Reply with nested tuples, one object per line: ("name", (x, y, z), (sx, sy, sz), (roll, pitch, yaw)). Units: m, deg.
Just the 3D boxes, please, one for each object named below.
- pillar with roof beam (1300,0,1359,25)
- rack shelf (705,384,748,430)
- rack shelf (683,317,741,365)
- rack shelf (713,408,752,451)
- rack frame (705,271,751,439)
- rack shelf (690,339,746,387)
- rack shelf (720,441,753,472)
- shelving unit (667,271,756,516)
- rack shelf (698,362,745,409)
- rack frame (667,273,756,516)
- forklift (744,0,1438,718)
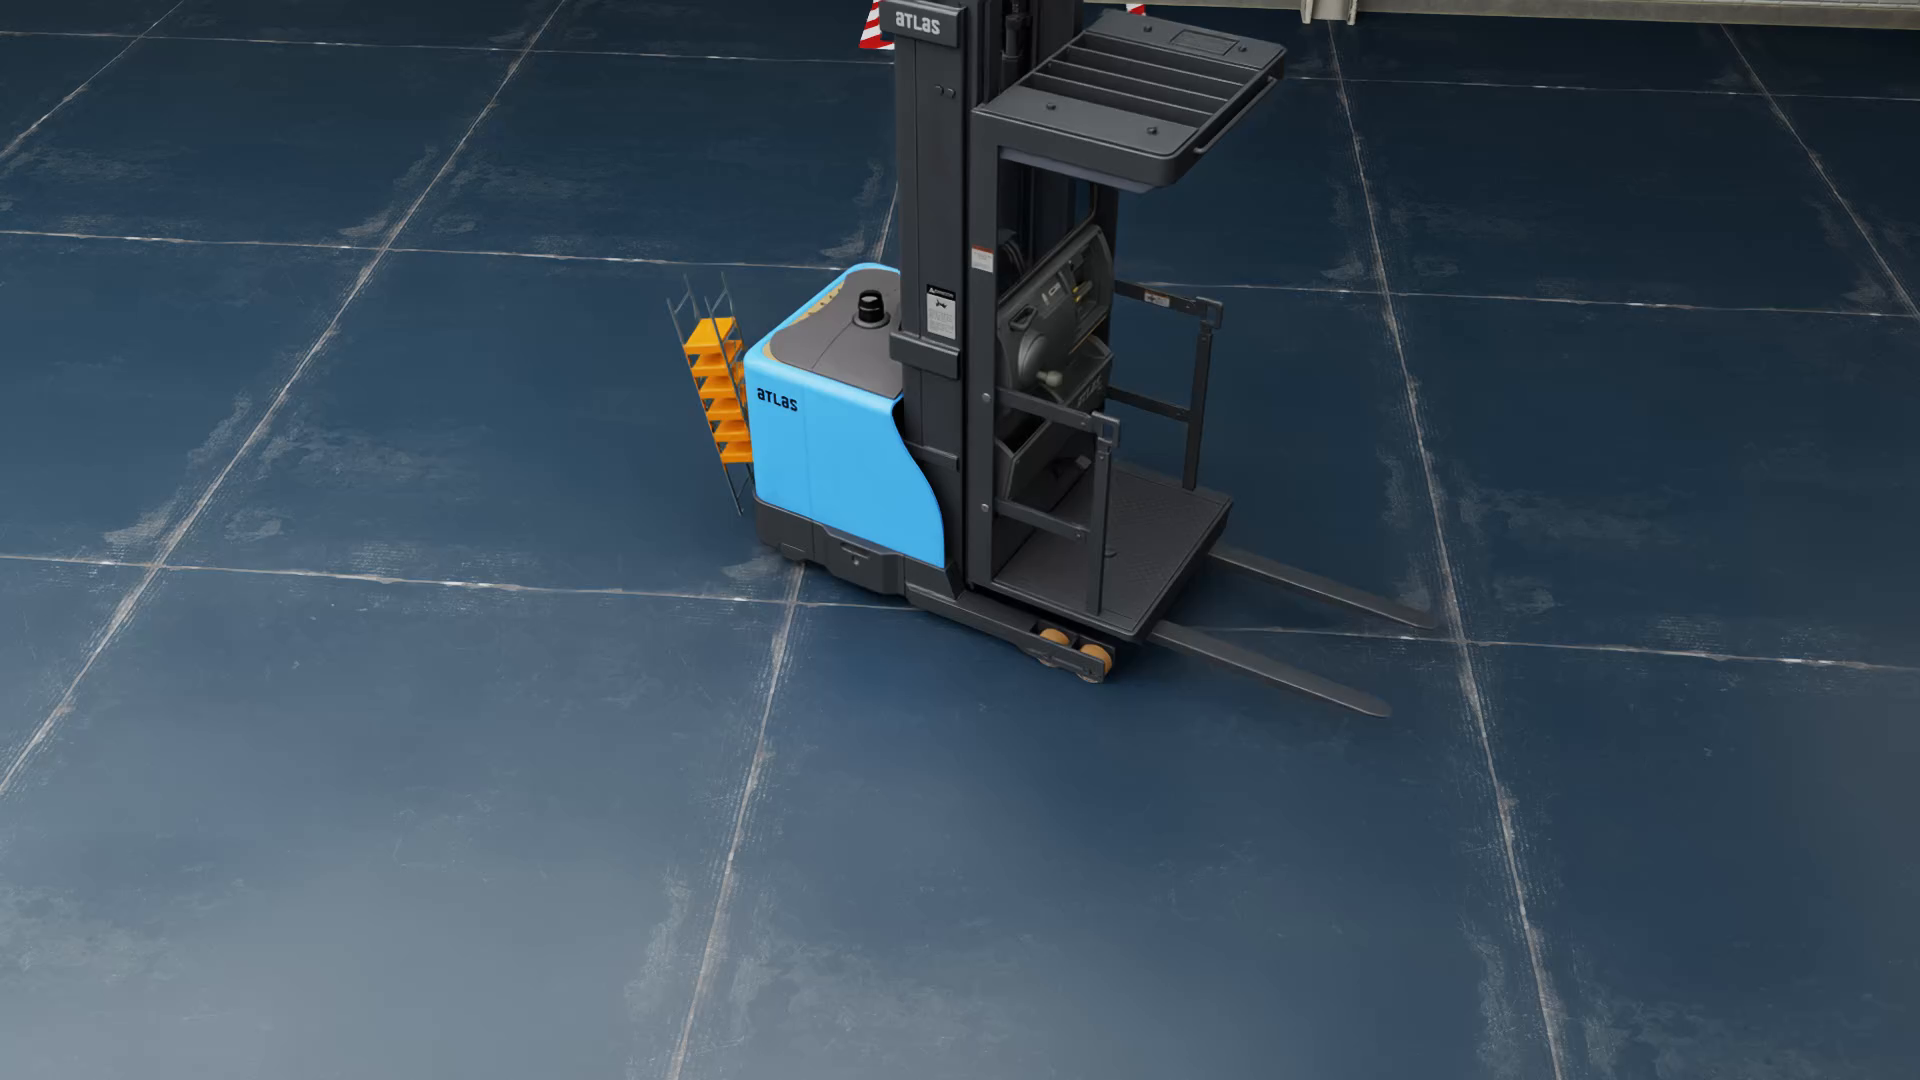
("pillar with roof beam", (2.482, -4.853, 6.754), (0.400, 9.000, 9.100), (3, 39, 4))
("rack shelf", (-1.058, -0.630, 7.801), (0.180, 0.103, 0.258), (-1, 38, 17))
("rack shelf", (-1.127, -0.913, 7.590), (0.180, 0.103, 0.258), (-1, 38, 17))
("rack shelf", (-1.035, -0.535, 7.872), (0.180, 0.103, 0.258), (-1, 38, 17))
("rack frame", (-0.979, -0.667, 7.749), (0.006, 1.200, 0.240), (-1, 38, 17))
("rack shelf", (-1.104, -0.819, 7.661), (0.180, 0.103, 0.258), (-1, 38, 17))
("rack shelf", (-1.012, -0.441, 7.942), (0.180, 0.103, 0.258), (-1, 38, 17))
("shelving unit", (-1.067, -0.665, 7.775), (0.189, 1.200, 0.258), (-1, 38, 17))
("rack shelf", (-1.081, -0.724, 7.731), (0.180, 0.103, 0.258), (-1, 38, 17))
("rack frame", (-1.154, -0.663, 7.802), (0.006, 1.200, 0.240), (-1, 38, 17))
("forklift", (0.576, -0.908, 6.715), (3.031, 2.935, 1.130), (20, 43, 23))
